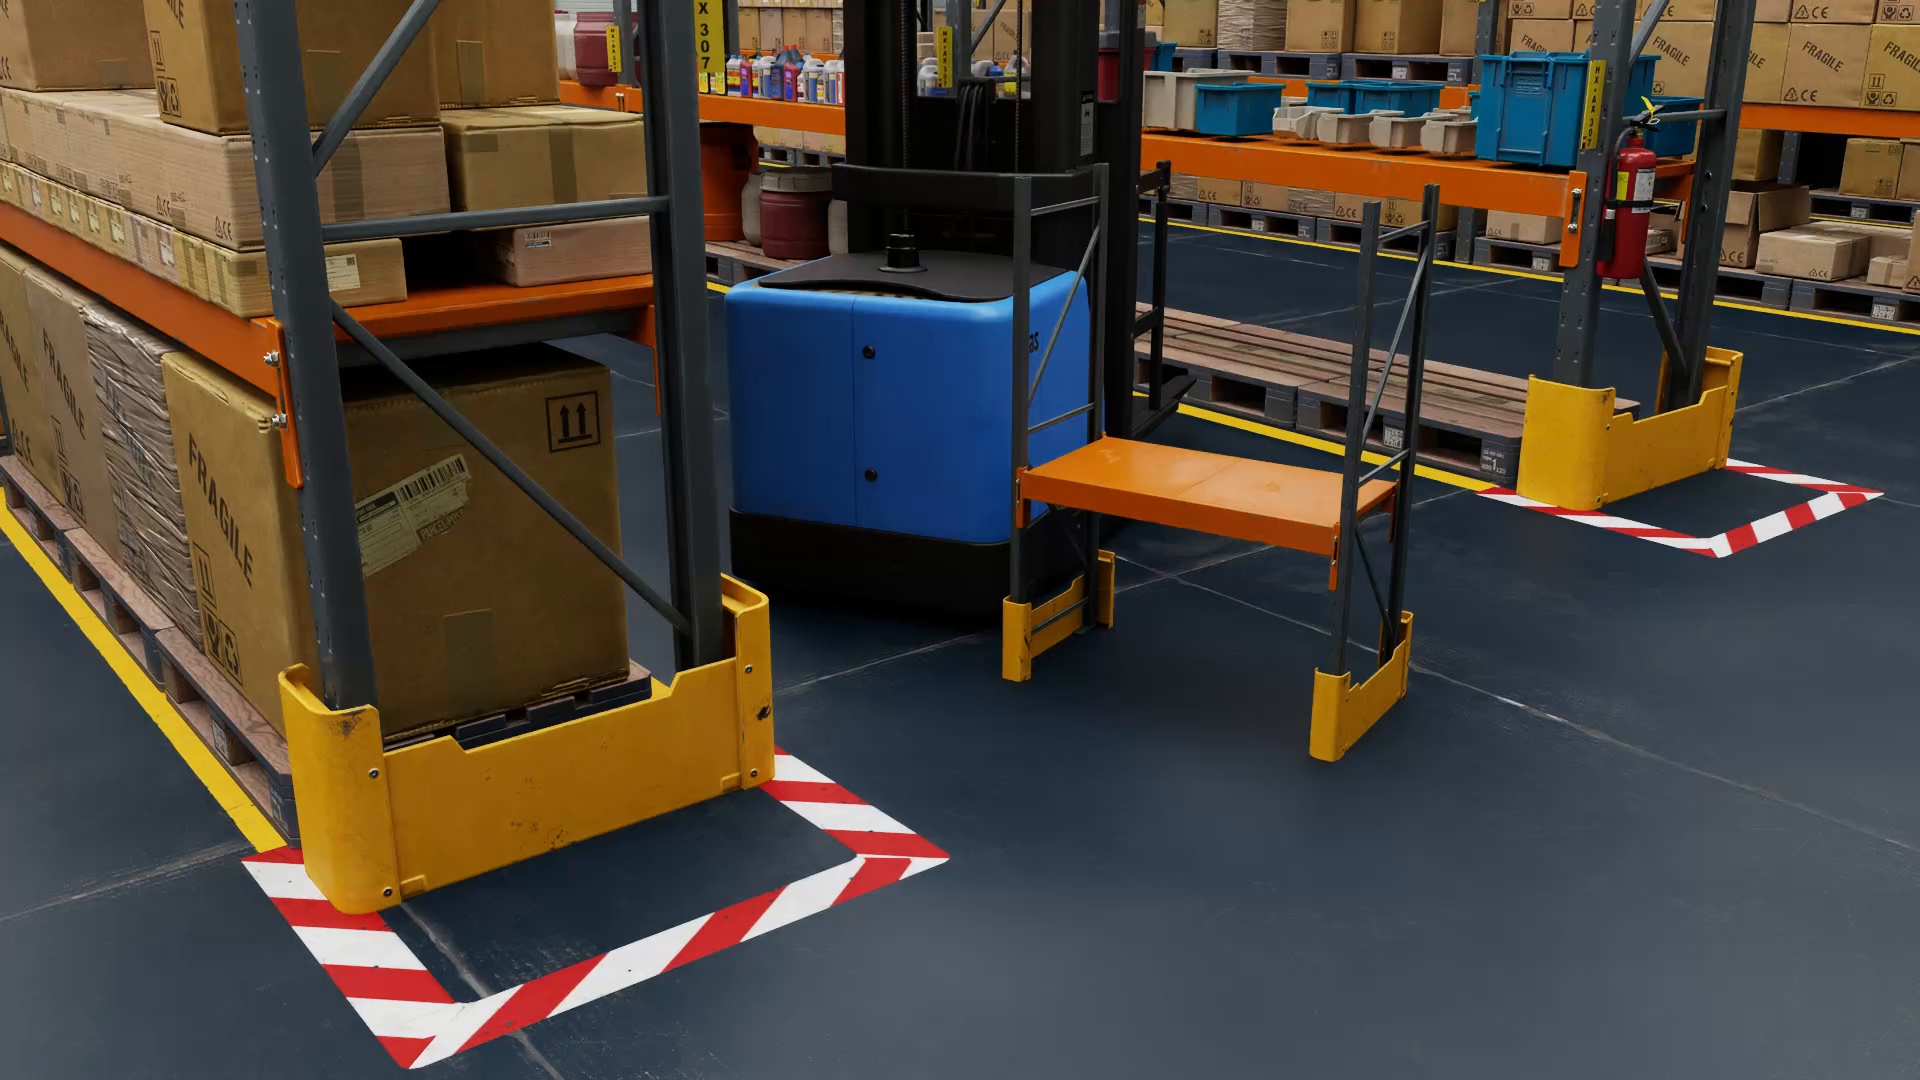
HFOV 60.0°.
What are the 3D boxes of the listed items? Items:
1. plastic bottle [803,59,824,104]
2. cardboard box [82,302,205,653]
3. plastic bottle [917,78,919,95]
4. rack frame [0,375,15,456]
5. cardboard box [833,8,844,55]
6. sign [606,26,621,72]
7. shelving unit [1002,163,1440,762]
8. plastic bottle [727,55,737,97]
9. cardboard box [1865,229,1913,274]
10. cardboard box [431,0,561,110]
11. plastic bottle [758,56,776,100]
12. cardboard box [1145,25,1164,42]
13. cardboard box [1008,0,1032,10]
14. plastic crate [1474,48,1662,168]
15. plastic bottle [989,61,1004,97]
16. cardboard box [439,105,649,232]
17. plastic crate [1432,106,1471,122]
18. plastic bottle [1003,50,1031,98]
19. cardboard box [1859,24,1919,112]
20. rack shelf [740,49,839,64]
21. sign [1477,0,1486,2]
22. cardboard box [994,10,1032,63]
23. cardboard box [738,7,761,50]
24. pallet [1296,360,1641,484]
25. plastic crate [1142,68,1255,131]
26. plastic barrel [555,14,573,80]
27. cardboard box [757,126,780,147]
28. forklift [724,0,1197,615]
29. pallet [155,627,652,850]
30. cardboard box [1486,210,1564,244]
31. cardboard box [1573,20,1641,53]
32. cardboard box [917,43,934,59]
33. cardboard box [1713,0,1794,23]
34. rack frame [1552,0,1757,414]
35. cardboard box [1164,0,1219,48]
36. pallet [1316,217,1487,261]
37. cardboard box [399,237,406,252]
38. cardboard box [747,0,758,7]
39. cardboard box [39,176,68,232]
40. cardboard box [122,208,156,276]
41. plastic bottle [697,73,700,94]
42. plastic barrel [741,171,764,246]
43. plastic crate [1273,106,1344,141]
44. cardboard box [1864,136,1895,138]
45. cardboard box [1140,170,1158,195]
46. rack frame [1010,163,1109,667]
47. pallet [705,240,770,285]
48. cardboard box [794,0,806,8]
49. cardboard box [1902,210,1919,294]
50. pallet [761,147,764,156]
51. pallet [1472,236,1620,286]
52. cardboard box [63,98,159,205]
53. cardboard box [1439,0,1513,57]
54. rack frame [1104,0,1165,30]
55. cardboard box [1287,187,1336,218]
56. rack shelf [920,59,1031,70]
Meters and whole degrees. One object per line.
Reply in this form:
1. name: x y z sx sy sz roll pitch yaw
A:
1. plastic bottle: -0.915 -2.956 10.715 0.152 0.276 0.135 -14 23 -36
2. cardboard box: -2.074 -0.281 5.151 0.875 0.875 0.875 -14 23 -36
3. plastic bottle: -0.241 -2.639 9.877 0.097 0.201 0.097 0 18 0
4. rack frame: -3.532 -1.710 6.754 1.000 3.000 0.127 -14 23 -36
5. cardboard box: -1.012 -5.769 18.854 0.700 0.500 0.500 -15 23 -38
6. sign: -2.560 -3.630 12.294 0.100 0.325 0.005 -14 23 -36
7. shelving unit: 0.733 -0.275 4.806 1.083 1.500 0.587 12 22 32
8. plastic bottle: -1.554 -3.193 11.440 0.097 0.271 0.097 0 18 0
9. cardboard box: 6.293 -1.873 10.920 0.500 0.250 0.500 -14 23 -36
10. cardboard box: -1.446 -1.444 4.524 0.500 0.500 0.500 -15 23 -37
11. plastic bottle: -1.257 -3.092 11.125 0.152 0.276 0.135 -14 23 -36
12. cardboard box: 2.618 -6.577 21.660 0.500 0.250 0.500 -14 23 -36
13. cardboard box: 1.026 -7.561 23.439 0.500 0.500 0.500 -14 23 -36
14. plastic crate: 2.480 -1.782 6.820 0.616 0.435 0.499 -14 23 -36
15. plastic bottle: 0.228 -2.871 10.464 0.097 0.271 0.097 0 18 0
16. cardboard box: -1.135 -0.965 4.270 0.500 0.250 0.500 -15 23 -38
17. plastic crate: 2.383 -1.981 7.898 0.250 0.136 0.298 -14 23 -36
18. plastic bottle: 0.361 -2.813 10.164 0.144 0.351 0.185 -14 23 -36
19. cardboard box: 5.903 -2.888 10.154 0.500 0.500 0.500 -14 23 -36
20. rack shelf: -1.973 -5.765 20.144 1.077 0.370 4.000 -14 23 -36
21. sign: 3.803 -4.083 12.078 0.100 0.325 0.005 -14 23 -36
22. cardboard box: 0.697 -5.086 16.790 0.500 0.500 0.500 -16 24 -39
23. cardboard box: -2.302 -6.277 20.388 0.700 0.500 0.500 -14 23 -36
24. pallet: 2.352 -0.578 7.771 1.003 0.211 1.213 -14 23 -36
25. plastic crate: 1.154 -2.236 8.437 0.437 0.282 0.530 -14 23 -36
26. plastic barrel: -3.201 -4.031 13.585 0.421 0.512 0.421 0 18 0
27. cardboard box: -2.127 -4.948 20.239 0.500 0.250 0.500 -14 23 -36
28. forklift: 0.243 -1.572 6.447 1.130 2.935 3.031 8 20 22
29. pallet: -1.607 0.418 4.764 1.003 0.211 1.213 -14 23 -36
30. cardboard box: 4.327 -2.429 12.503 0.500 0.311 0.500 -14 23 -36
31. cardboard box: 4.659 -3.385 11.655 0.500 0.500 0.500 -13 23 -35
32. cardboard box: -0.342 -5.236 17.803 0.380 0.149 0.250 -14 23 -36
33. cardboard box: 5.268 -3.612 10.750 0.500 0.500 0.500 -13 22 -34
34. rack frame: 2.834 -1.691 6.696 1.000 3.000 0.127 -14 23 -36
35. cardboard box: 2.231 -4.741 15.082 0.500 0.500 0.700 11 21 30
36. pallet: 3.701 -2.511 13.611 1.003 0.211 1.213 -14 23 -36
37. cardboard box: -1.493 -0.947 4.849 0.380 0.149 0.250 -14 23 -37
38. cardboard box: -2.339 -6.499 20.026 0.380 0.149 0.250 -14 23 -37
39. cardboard box: -2.640 -1.069 5.218 0.380 0.149 0.250 -15 23 -38
40. cardboard box: -2.001 -0.816 4.454 0.380 0.149 0.250 -13 23 -35
41. plastic bottle: -1.831 -3.319 11.812 0.152 0.276 0.135 -14 23 -36
42. plastic barrel: -1.396 -2.441 12.253 0.421 0.512 0.421 0 18 0
43. plastic crate: 1.627 -1.967 7.855 0.298 0.136 0.250 -14 23 -36
44. cardboard box: 8.566 -3.801 15.345 0.380 0.149 0.250 -14 23 -36
45. cardboard box: 1.811 -3.482 15.383 0.500 0.500 0.500 -13 22 -34
46. rack frame: 0.302 -0.365 5.078 0.032 1.500 0.500 12 22 32
47. pallet: -1.611 -2.152 12.526 1.003 0.211 1.213 -14 23 -36
48. cardboard box: -1.699 -6.245 19.260 0.380 0.149 0.250 -14 23 -36
49. cardboard box: 6.188 -1.765 10.196 0.500 0.500 0.500 -14 23 -36
50. pallet: -2.708 -5.095 21.414 1.003 0.211 1.213 -14 23 -36
51. pallet: 4.661 -2.149 12.517 1.003 0.211 1.213 -14 23 -36
52. cardboard box: -2.188 -1.112 4.714 0.500 0.250 0.500 -15 23 -38
53. cardboard box: 4.117 -4.049 12.992 0.500 0.500 0.700 11 21 30
54. rack frame: 1.752 -4.628 15.566 1.000 3.000 0.127 -14 23 -36
55. cardboard box: 3.093 -2.977 13.858 0.500 0.500 0.500 -14 23 -35
56. rack shelf: 0.510 -4.779 17.168 1.077 0.370 4.000 -14 23 -36
